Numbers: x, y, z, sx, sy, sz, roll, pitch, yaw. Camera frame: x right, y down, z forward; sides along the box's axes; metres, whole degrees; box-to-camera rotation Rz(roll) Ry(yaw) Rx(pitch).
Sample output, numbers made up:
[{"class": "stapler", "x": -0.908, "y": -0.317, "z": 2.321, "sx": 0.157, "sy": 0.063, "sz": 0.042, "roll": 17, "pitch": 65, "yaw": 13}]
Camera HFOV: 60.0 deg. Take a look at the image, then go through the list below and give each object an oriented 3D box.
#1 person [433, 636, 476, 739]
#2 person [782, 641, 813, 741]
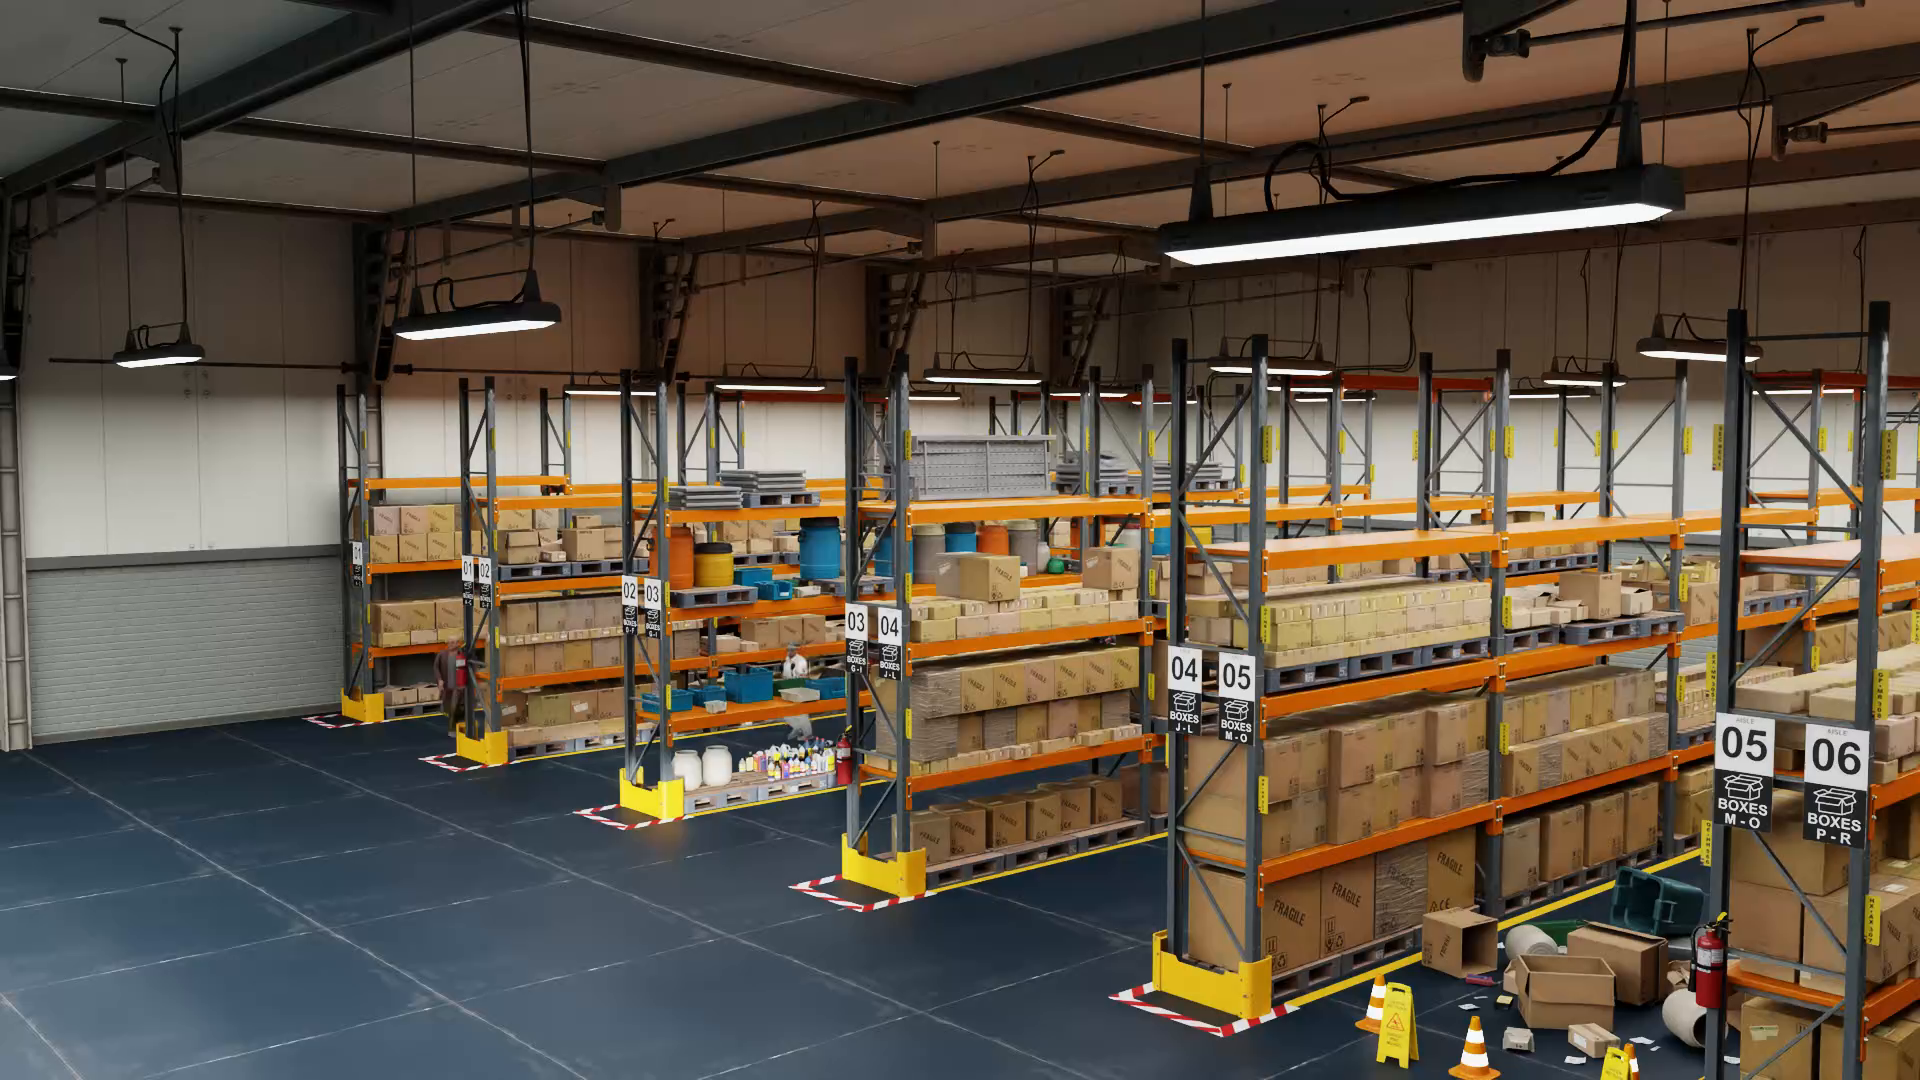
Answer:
[{"class": "person", "x": -8.541, "y": 2.466, "z": 28.165, "sx": 0.705, "sy": 1.733, "sz": 0.614, "roll": 0, "pitch": 4, "yaw": 6}, {"class": "person", "x": -2.727, "y": 2.499, "z": 27.447, "sx": 0.654, "sy": 1.697, "sz": 0.803, "roll": 3, "pitch": 5, "yaw": 43}]
